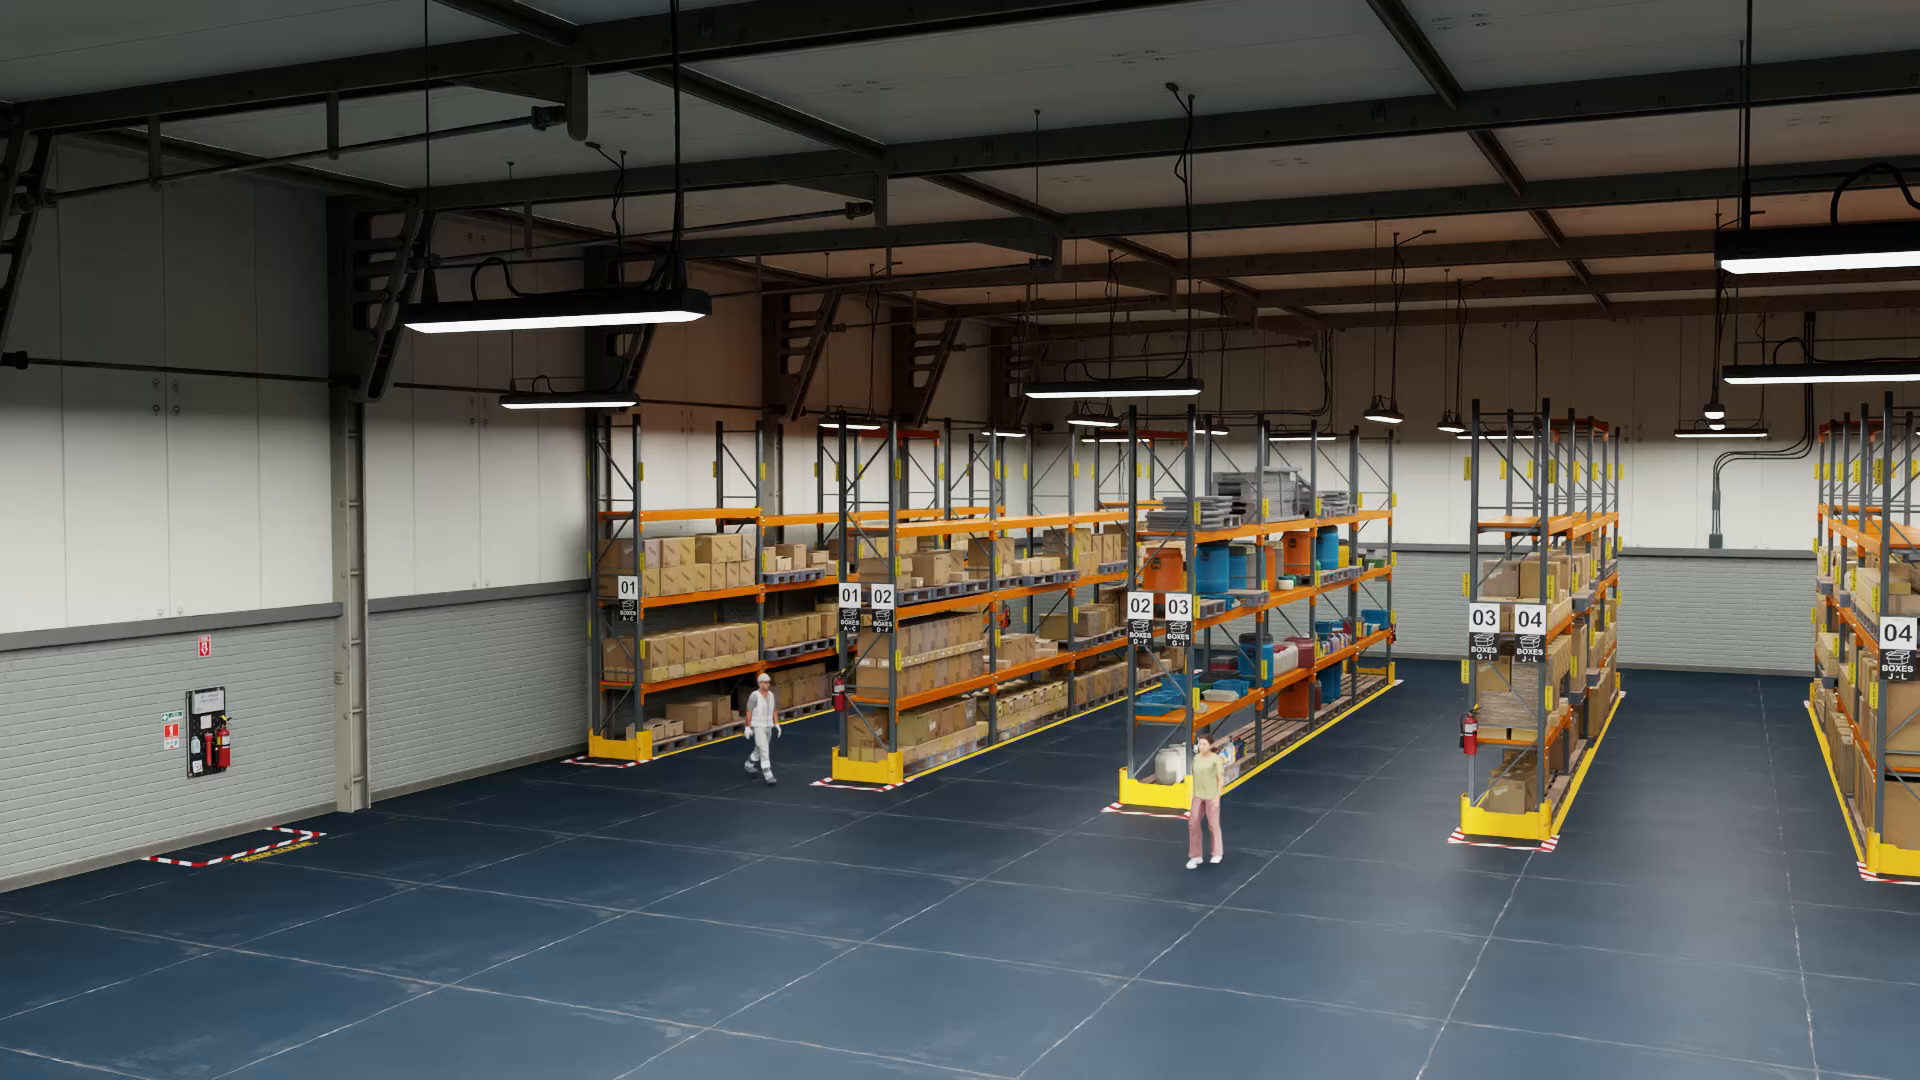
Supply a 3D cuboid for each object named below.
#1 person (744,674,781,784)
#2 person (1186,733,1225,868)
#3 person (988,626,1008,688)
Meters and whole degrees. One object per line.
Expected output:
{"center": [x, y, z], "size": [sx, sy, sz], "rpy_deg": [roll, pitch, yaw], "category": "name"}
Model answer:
{"center": [-3.201, 3.034, 26.967], "size": [1.084, 1.737, 0.544], "rpy_deg": [2, 3, 39], "category": "person"}
{"center": [3.122, 3.303, 21.151], "size": [0.504, 1.698, 0.619], "rpy_deg": [2, 3, 43], "category": "person"}
{"center": [0.779, 2.681, 35.926], "size": [0.510, 1.643, 0.856], "rpy_deg": [2, 3, 37], "category": "person"}
